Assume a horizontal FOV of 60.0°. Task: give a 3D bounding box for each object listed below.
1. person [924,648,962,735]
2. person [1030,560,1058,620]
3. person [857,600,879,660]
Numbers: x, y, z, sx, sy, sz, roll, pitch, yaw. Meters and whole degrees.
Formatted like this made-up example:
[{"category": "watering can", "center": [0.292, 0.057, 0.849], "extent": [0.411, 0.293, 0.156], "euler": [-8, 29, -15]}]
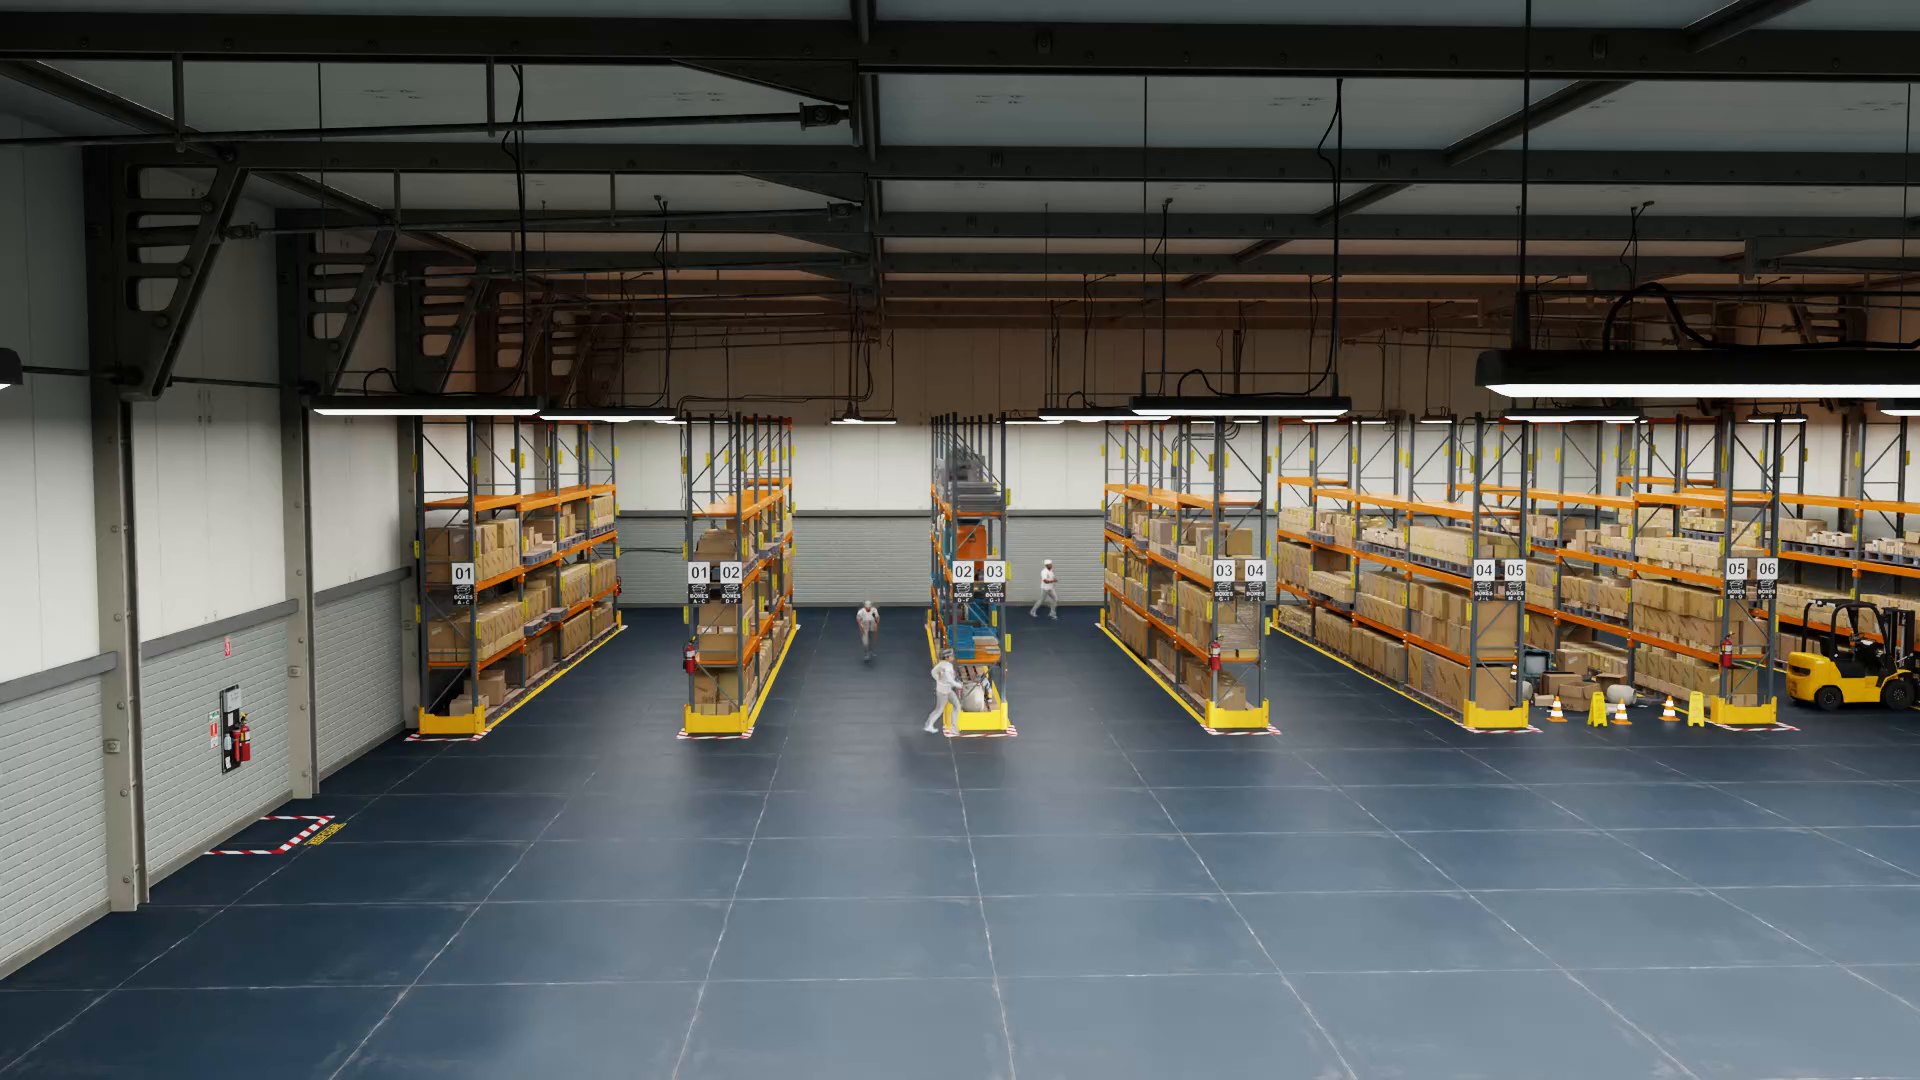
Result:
[{"category": "person", "center": [-0.323, 2.835, 30.660], "extent": [0.715, 1.712, 0.652], "euler": [0, 4, 7]}, {"category": "person", "center": [2.554, 1.480, 49.479], "extent": [0.899, 1.814, 0.725], "euler": [2, 4, 23]}, {"category": "person", "center": [-2.245, 2.196, 40.785], "extent": [0.643, 1.511, 0.919], "euler": [-2, 4, -22]}]
